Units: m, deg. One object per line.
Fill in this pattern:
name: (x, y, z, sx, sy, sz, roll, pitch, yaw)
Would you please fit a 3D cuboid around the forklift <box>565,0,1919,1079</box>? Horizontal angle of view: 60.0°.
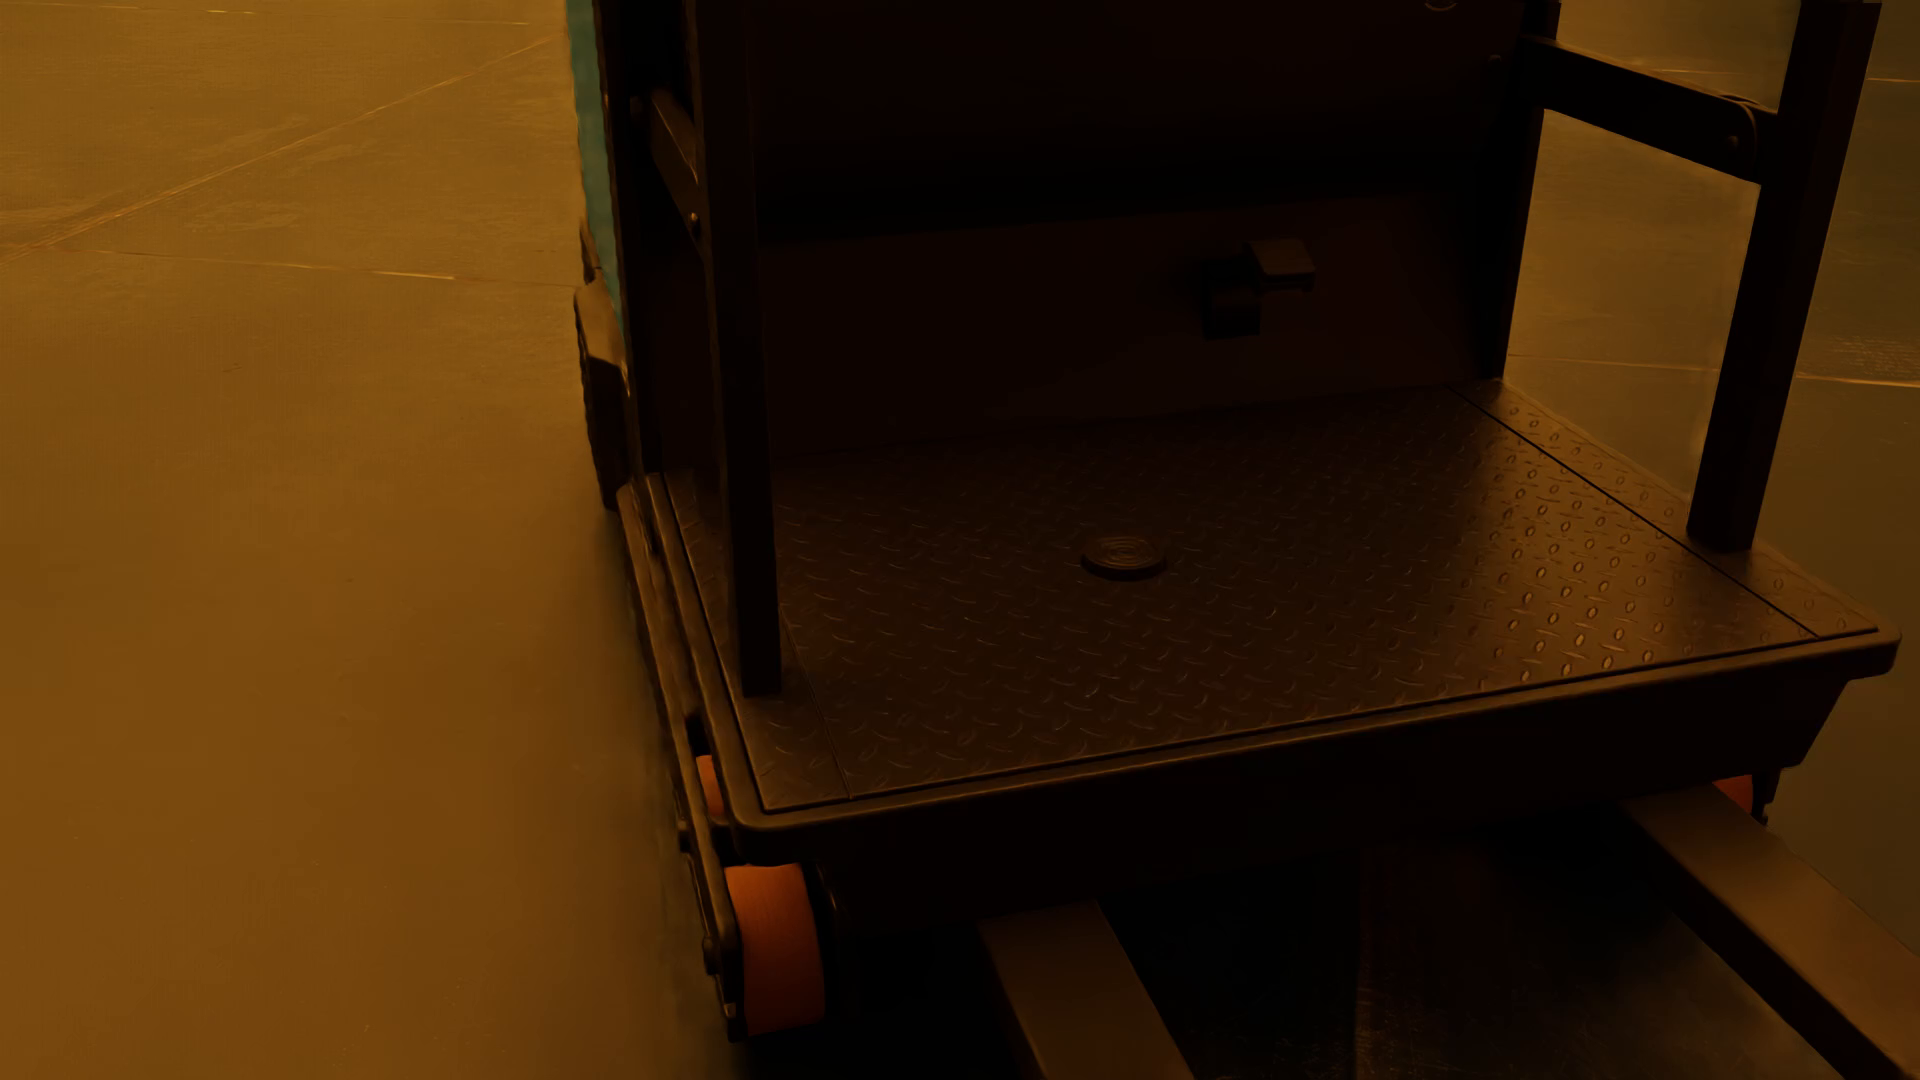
forklift: (0.225, -1.039, 1.306, 1.130, 2.935, 3.031, -7, 28, -14)
